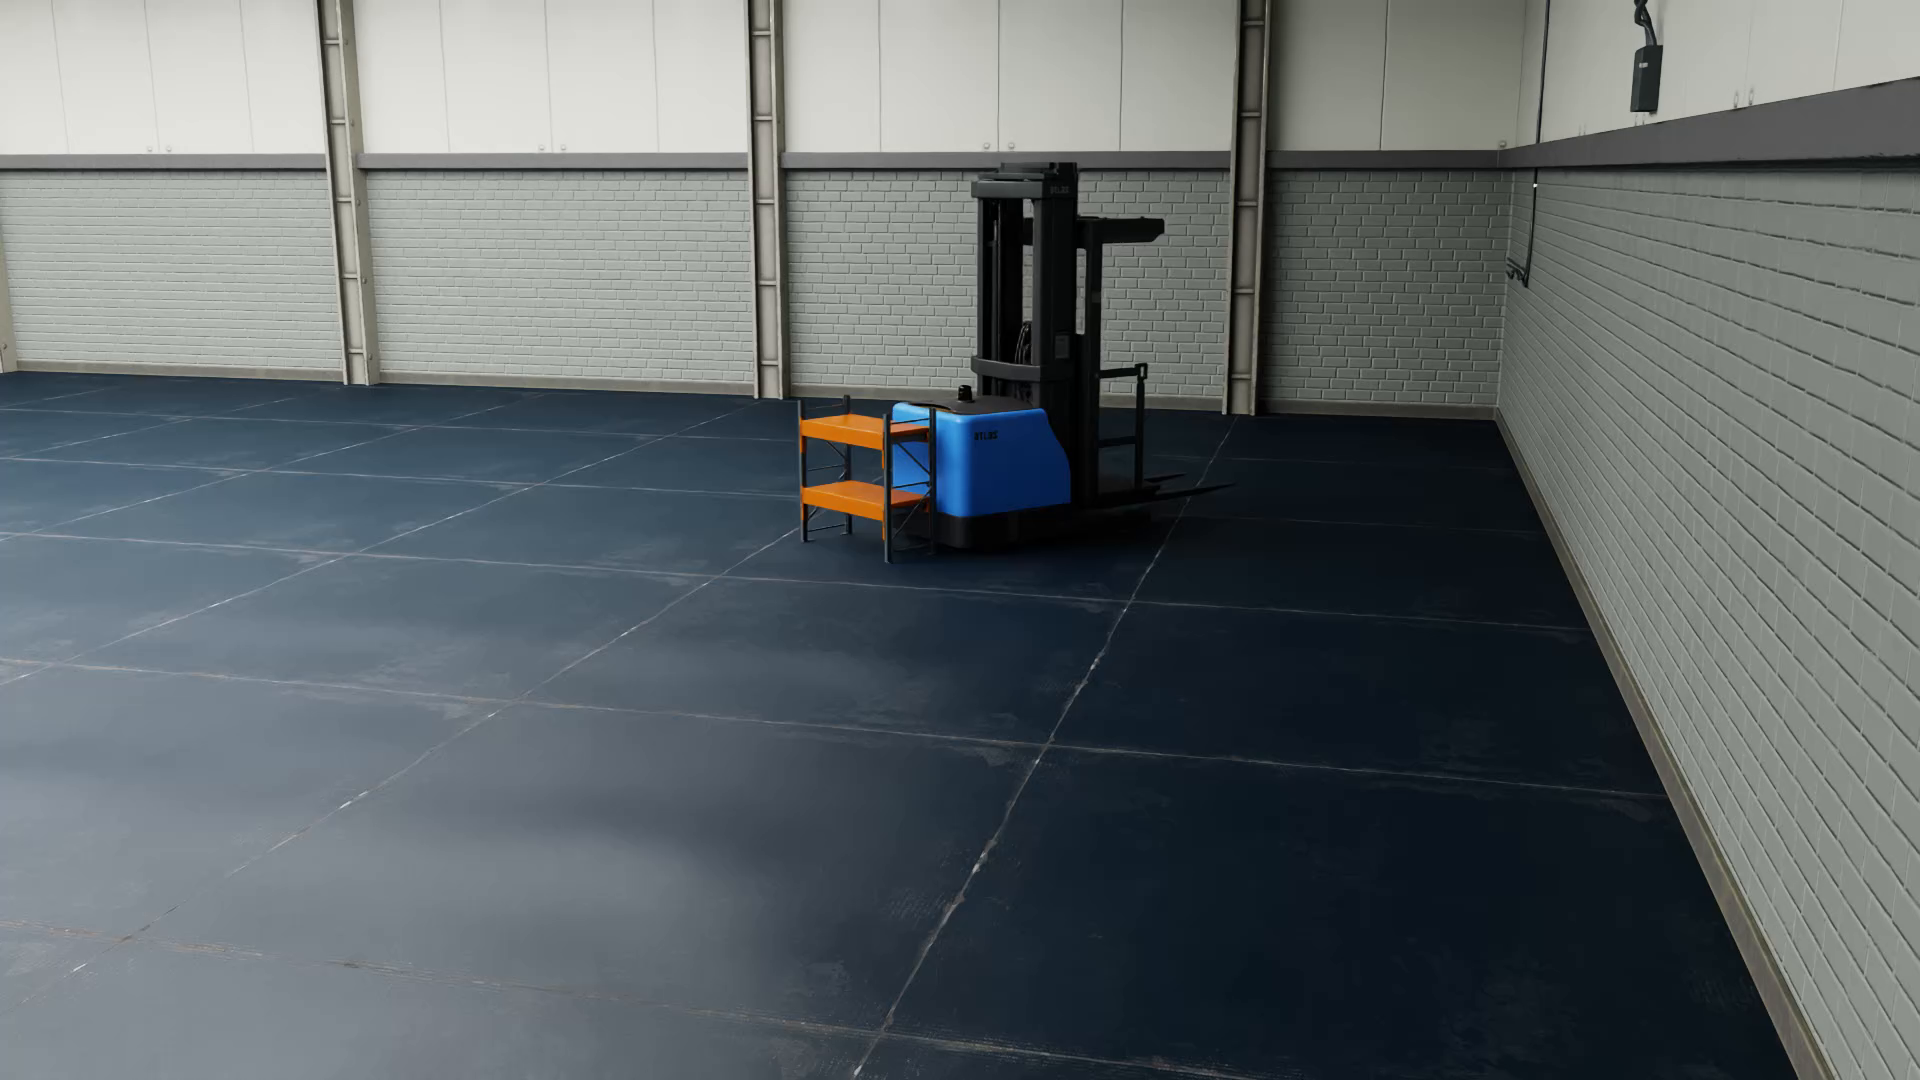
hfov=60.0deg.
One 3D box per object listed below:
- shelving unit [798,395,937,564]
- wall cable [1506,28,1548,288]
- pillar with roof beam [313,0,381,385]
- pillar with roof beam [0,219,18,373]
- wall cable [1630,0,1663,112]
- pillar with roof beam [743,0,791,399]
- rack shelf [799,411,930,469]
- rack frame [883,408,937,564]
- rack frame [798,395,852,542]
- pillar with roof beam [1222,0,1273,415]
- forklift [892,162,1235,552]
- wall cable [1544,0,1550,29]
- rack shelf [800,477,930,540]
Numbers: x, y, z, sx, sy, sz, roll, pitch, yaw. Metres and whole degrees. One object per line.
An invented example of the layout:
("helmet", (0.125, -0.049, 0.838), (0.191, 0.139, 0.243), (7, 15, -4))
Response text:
("shelving unit", (-0.720, -0.490, 12.847), (0.538, 1.125, 1.048), (-12, 17, -42))
("wall cable", (5.937, -3.988, 17.601), (0.112, 2.526, 3.097), (3, 13, 14))
("pillar with roof beam", (-9.288, -5.652, 17.934), (0.400, 9.000, 9.100), (3, 13, 14))
("pillar with roof beam", (-15.113, -5.964, 19.337), (0.400, 9.000, 9.100), (3, 13, 14))
("wall cable", (3.647, -5.168, 7.902), (0.169, 6.003, 2.305), (3, 13, 14))
("pillar with roof beam", (-3.463, -5.341, 16.530), (0.400, 9.000, 9.100), (3, 13, 14))
("rack shelf", (-0.720, -0.776, 12.784), (0.538, 0.278, 1.000), (-12, 17, -42))
("rack frame", (-0.371, -0.410, 12.486), (0.500, 1.125, 0.032), (-12, 17, -42))
("rack frame", (-1.068, -0.571, 13.209), (0.500, 1.125, 0.032), (-12, 17, -42))
("pillar with roof beam", (2.362, -5.029, 15.127), (0.400, 9.000, 9.100), (3, 13, 14))
("forklift", (0.951, -1.570, 13.542), (3.031, 2.935, 1.130), (-9, 15, -34))
("wall cable", (5.289, -5.885, 14.490), (0.112, 2.526, 3.097), (3, 13, 14))
("rack shelf", (-0.720, -0.252, 12.900), (0.538, 0.278, 1.000), (-12, 17, -42))
